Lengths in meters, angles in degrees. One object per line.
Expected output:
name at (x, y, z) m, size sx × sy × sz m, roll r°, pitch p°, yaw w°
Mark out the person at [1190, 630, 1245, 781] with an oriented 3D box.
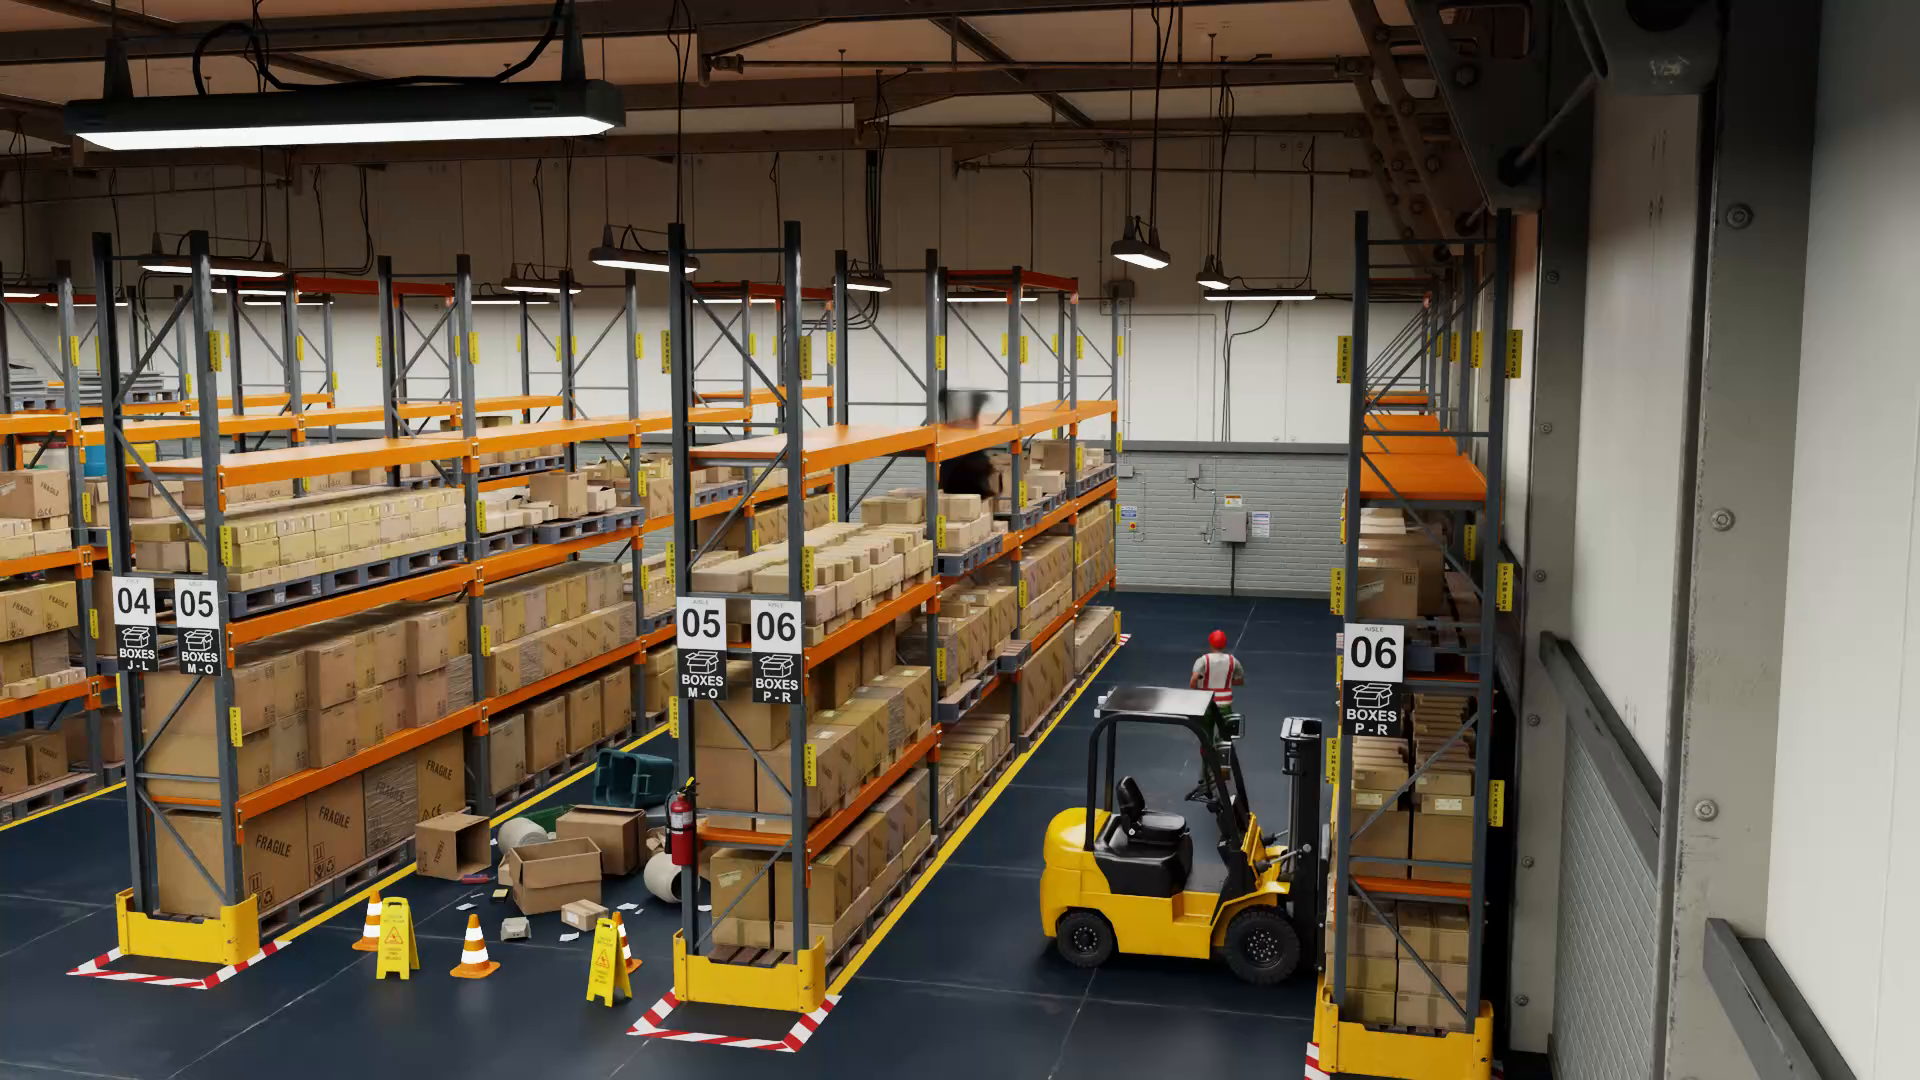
person at (2.970, 1.911, 19.288) m, size 0.656 × 1.764 × 1.000 m, roll 0°, pitch 7°, yaw 3°
